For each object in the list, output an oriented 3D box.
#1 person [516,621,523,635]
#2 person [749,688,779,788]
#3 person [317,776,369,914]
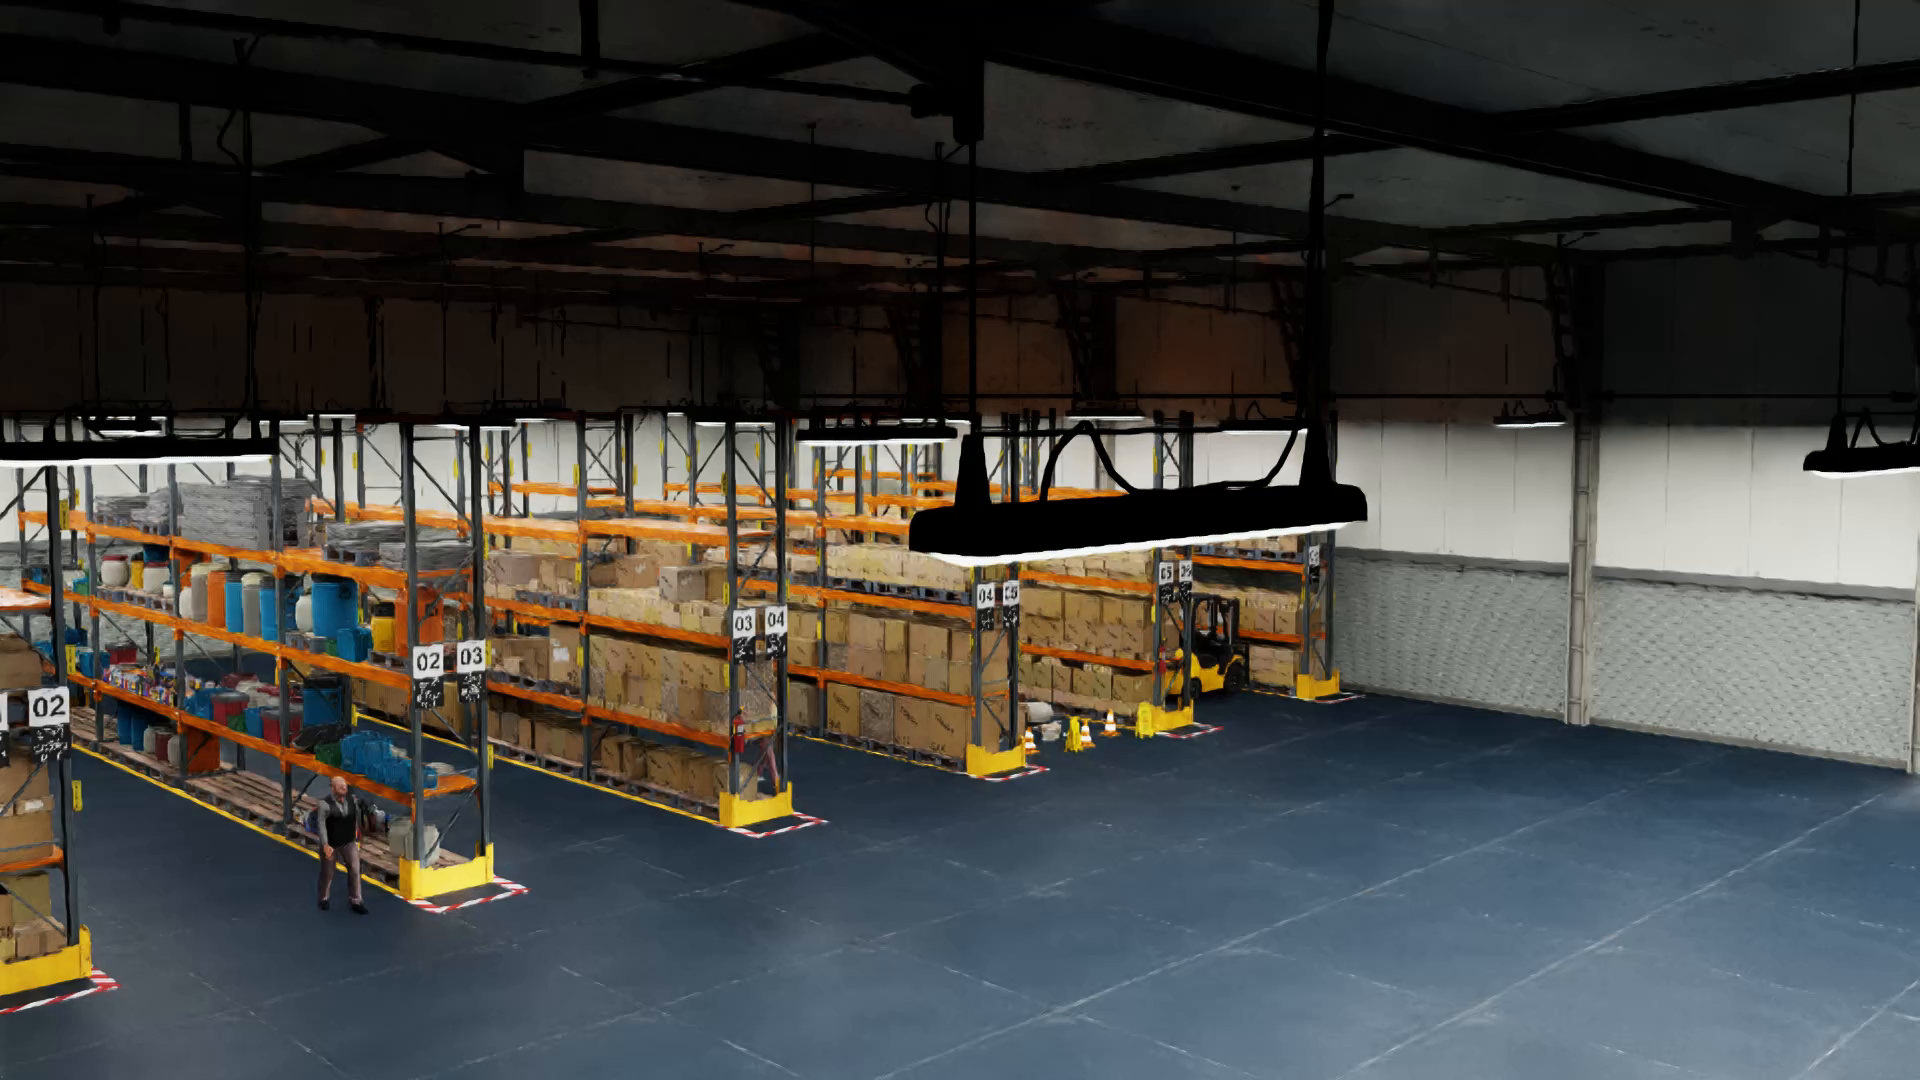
[{"bbox_3d":[-10.844,2.005,40.798,0.502,1.597,0.472,3,6,34],"label":"person"},{"bbox_3d":[-3.085,3.171,26.908,1.019,1.583,0.458,5,7,44],"label":"person"},{"bbox_3d":[-7.629,3.720,20.395,0.717,1.718,0.562,5,7,43],"label":"person"}]
